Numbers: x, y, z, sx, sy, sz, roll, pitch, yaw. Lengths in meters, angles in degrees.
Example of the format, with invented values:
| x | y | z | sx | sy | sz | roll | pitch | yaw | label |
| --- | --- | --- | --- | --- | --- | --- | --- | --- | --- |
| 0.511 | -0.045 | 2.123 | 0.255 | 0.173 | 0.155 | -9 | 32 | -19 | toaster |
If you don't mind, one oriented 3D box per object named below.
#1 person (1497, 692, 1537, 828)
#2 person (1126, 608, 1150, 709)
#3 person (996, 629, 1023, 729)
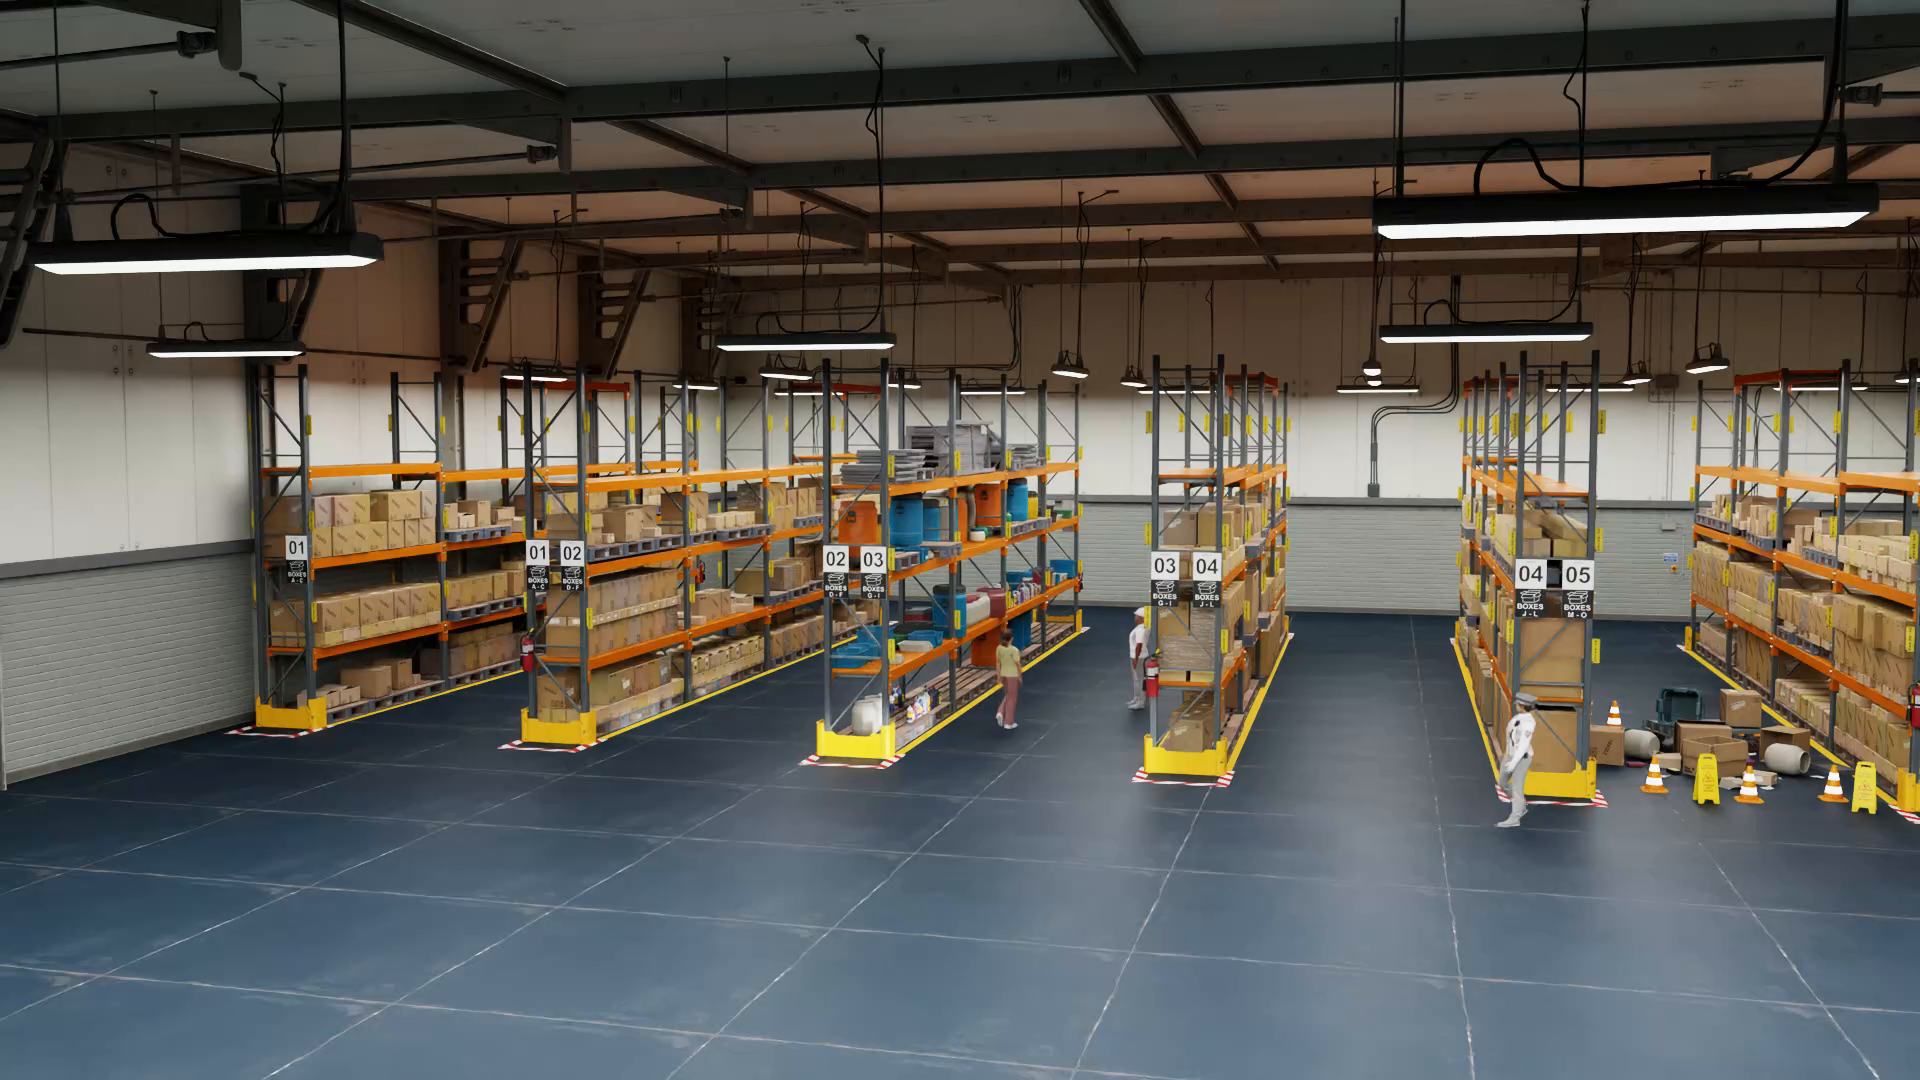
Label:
| x | y | z | sx | sy | sz | roll | pitch | yaw | label |
| --- | --- | --- | --- | --- | --- | --- | --- | --- | --- |
| 6.923 | 2.740 | 20.754 | 0.485 | 1.690 | 0.553 | -1 | 4 | -8 | person |
| 3.172 | 2.079 | 29.451 | 0.426 | 1.768 | 0.620 | 0 | 4 | -2 | person |
| 0.838 | 2.271 | 27.314 | 0.457 | 1.654 | 0.460 | -4 | 5 | -42 | person |
